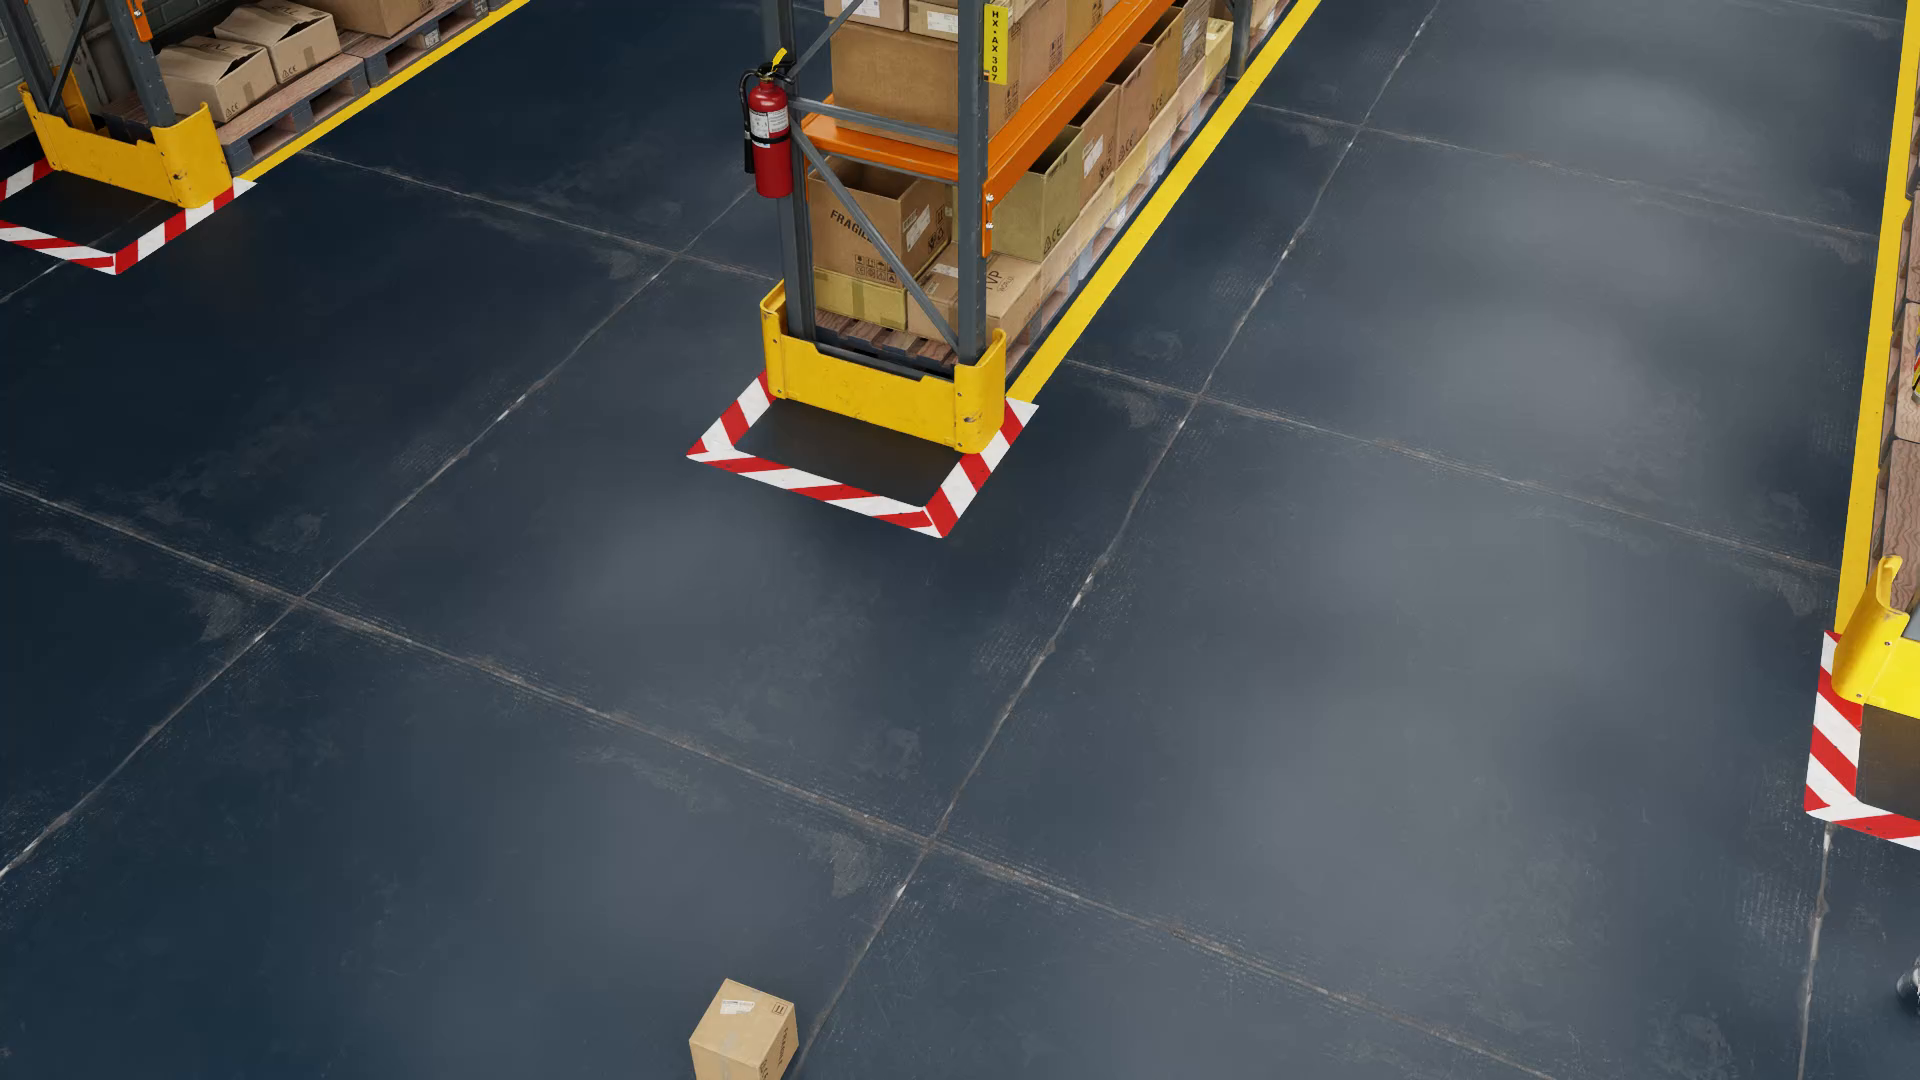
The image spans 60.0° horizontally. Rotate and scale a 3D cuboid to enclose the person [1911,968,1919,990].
[{"bbox_3d":[3.714,0.996,5.026,0.997,1.628,0.481,5,42,6],"label":"person"}]
